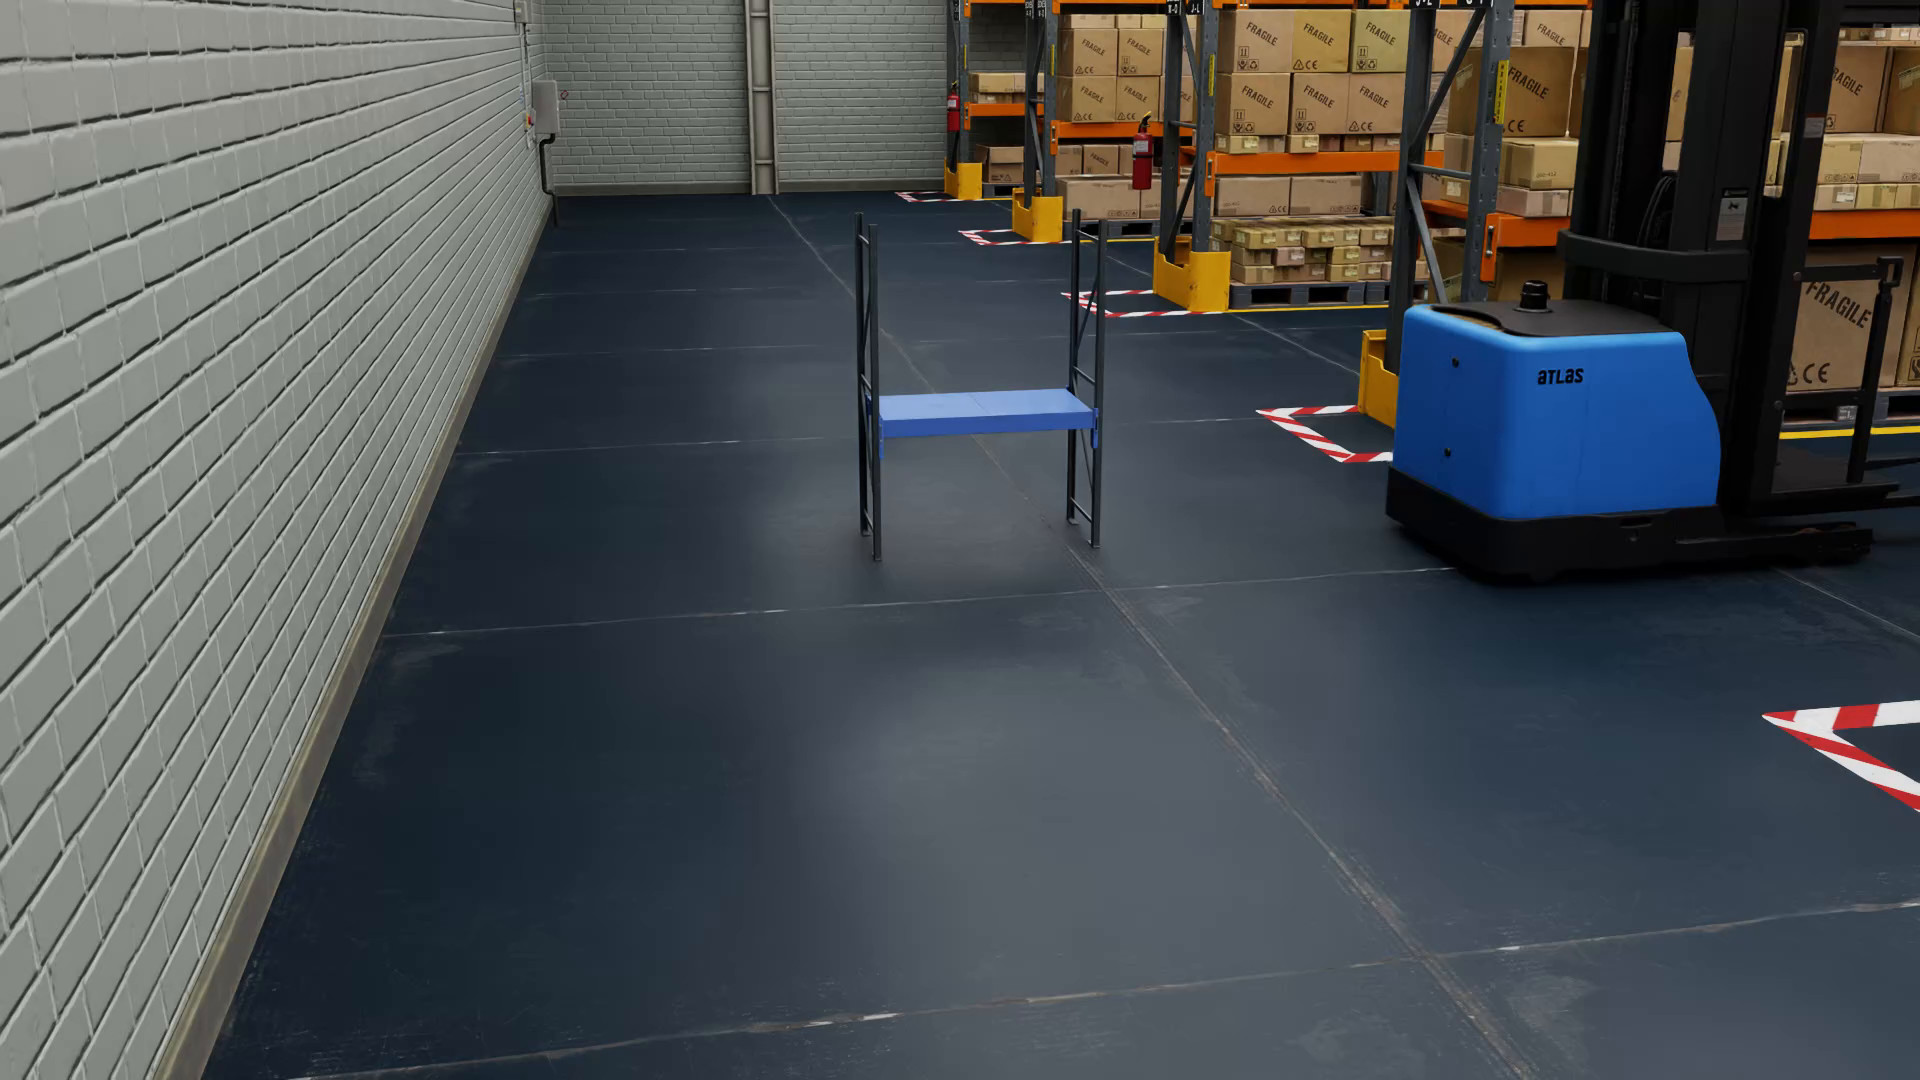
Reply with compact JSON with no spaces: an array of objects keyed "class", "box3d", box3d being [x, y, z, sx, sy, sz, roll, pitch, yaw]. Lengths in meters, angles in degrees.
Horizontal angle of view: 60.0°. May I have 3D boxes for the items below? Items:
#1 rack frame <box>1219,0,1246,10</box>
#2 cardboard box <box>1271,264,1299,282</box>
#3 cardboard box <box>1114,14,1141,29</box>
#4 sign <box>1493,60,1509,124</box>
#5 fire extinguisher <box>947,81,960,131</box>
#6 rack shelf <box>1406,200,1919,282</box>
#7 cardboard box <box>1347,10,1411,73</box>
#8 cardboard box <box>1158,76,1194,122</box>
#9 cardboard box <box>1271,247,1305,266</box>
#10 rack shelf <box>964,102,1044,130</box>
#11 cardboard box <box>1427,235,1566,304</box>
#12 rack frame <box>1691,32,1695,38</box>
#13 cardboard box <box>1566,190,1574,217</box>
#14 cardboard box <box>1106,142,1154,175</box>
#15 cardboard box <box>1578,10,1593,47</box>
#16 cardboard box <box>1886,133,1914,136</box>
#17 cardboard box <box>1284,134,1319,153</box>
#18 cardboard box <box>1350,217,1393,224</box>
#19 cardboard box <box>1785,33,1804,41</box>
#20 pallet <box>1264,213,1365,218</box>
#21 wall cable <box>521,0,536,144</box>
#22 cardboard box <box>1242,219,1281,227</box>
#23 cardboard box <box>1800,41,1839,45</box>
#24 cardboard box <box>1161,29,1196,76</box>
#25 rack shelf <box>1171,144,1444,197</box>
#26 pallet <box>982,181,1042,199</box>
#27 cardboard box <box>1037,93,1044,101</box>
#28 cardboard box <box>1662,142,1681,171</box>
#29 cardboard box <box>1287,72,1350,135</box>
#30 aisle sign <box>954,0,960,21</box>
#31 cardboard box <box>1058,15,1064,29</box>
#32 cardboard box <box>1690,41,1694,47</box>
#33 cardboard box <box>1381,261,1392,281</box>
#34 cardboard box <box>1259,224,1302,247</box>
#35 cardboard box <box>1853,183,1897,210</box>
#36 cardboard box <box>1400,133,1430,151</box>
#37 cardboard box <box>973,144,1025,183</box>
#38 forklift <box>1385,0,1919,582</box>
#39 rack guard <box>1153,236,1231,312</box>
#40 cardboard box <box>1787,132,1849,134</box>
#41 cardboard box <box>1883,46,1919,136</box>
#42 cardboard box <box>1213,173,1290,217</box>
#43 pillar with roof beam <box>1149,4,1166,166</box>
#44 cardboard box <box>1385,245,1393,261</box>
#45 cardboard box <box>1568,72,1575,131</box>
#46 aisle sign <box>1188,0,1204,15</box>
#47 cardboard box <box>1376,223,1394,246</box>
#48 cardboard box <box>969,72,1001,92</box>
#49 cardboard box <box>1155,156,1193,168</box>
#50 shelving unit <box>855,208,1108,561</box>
[{"class":"rack frame","box3d":[3.893,-6.612,24.229,0.127,3.000,1.000,-3,17,-10]},{"class":"cardboard box","box3d":[2.765,-2.350,14.494,0.250,0.149,0.380,-3,17,-11]},{"class":"cardboard box","box3d":[1.832,-5.750,18.447,0.250,0.149,0.380,-3,17,-9]},{"class":"sign","box3d":[2.890,-2.393,8.884,0.005,0.325,0.100,-3,17,-10]},{"class":"fire extinguisher","box3d":[-0.091,-6.032,23.109,0.183,0.674,0.296,-3,17,-10]},{"class":"rack shelf","box3d":[4.754,-1.869,10.013,4.000,0.370,1.077,-3,17,-10]},{"class":"cardboard box","box3d":[3.449,-4.206,14.016,0.500,0.500,0.500,-4,17,-12]},{"class":"cardboard box","box3d":[2.431,-5.009,18.842,0.500,0.500,0.500,-3,17,-11]},{"class":"cardboard box","box3d":[2.792,-2.471,14.382,0.250,0.149,0.380,-3,17,-11]},{"class":"rack shelf","box3d":[1.929,-6.156,23.972,4.000,0.370,1.077,-3,17,-10]},{"class":"cardboard box","box3d":[3.404,-1.345,9.986,0.875,0.875,0.875,-3,17,-10]},{"class":"rack frame","box3d":[8.765,-5.404,20.296,0.127,3.000,1.000,-3,17,-10]},{"class":"cardboard box","box3d":[3.453,-1.921,9.384,0.250,0.149,0.380,-4,17,-11]},{"class":"cardboard box","box3d":[2.450,-5.496,24.138,0.500,0.500,0.700,-4,18,-13]},{"class":"cardboard box","box3d":[5.466,-4.323,14.399,0.500,0.500,0.500,-4,17,-12]},{"class":"cardboard box","box3d":[5.827,-2.265,9.826,0.500,0.250,0.500,-3,17,-9]},{"class":"cardboard box","box3d":[2.845,-3.366,14.090,0.250,0.149,0.380,-4,17,-12]},{"class":"cardboard box","box3d":[3.708,-2.820,15.011,0.250,0.149,0.380,-4,17,-12]},{"class":"cardboard box","box3d":[10.318,-6.277,20.643,0.250,0.149,0.380,-4,18,-13]},{"class":"pallet","box3d":[4.076,-3.828,19.916,1.213,0.211,1.003,-3,17,-10]},{"class":"wall cable","box3d":[-4.902,-5.531,18.981,0.122,1.984,0.588,-3,17,-10]},{"class":"cardboard box","box3d":[2.678,-2.759,14.813,0.250,0.149,0.380,-3,17,-9]},{"class":"cardboard box","box3d":[10.281,-5.815,20.244,0.500,0.500,0.500,-3,17,-10]},{"class":"cardboard box","box3d":[2.446,-5.490,18.705,0.500,0.500,0.500,-3,17,-11]},{"class":"rack shelf","box3d":[3.913,-3.304,14.686,4.000,0.370,1.077,-3,17,-10]},{"class":"pallet","box3d":[0.822,-5.105,24.072,1.213,0.211,1.003,-3,17,-10]},{"class":"cardboard box","box3d":[1.092,-6.257,23.501,0.250,0.149,0.380,-3,17,-9]},{"class":"cardboard box","box3d":[3.822,-2.152,9.457,0.500,0.250,0.500,-3,17,-11]},{"class":"cardboard box","box3d":[2.963,-3.709,14.103,0.500,0.500,0.500,-3,17,-10]},{"class":"aisle sign","box3d":[-0.046,-7.543,22.834,0.004,0.787,0.394,-3,17,-10]},{"class":"cardboard box","box3d":[1.225,-5.872,18.842,0.250,0.149,0.380,-3,17,-10]},{"class":"cardboard box","box3d":[9.159,-5.900,20.520,0.500,0.500,0.500,-4,17,-12]},{"class":"cardboard box","box3d":[3.773,-2.379,14.588,0.250,0.149,0.380,-4,18,-13]},{"class":"cardboard box","box3d":[2.776,-2.640,14.427,0.250,0.149,0.380,-3,17,-9]},{"class":"cardboard box","box3d":[5.219,-2.021,9.711,0.250,0.149,0.380,-4,17,-11]},{"class":"cardboard box","box3d":[3.851,-3.442,14.337,0.250,0.149,0.380,-3,17,-8]},{"class":"cardboard box","box3d":[0.584,-5.403,23.831,0.637,0.503,0.797,-4,18,-13]},{"class":"forklift","box3d":[3.612,-1.434,7.490,3.031,2.935,1.130,-4,18,-13]},{"class":"rack guard","box3d":[2.023,-2.346,14.599,0.348,0.500,1.175,-3,17,-10]},{"class":"cardboard box","box3d":[5.210,-2.387,10.224,0.500,0.250,0.500,-3,17,-9]},{"class":"cardboard box","box3d":[5.825,-2.624,9.717,0.500,0.500,0.500,-3,17,-10]},{"class":"cardboard box","box3d":[3.322,-4.103,19.709,0.875,0.438,0.875,-4,17,-12]},{"class":"pillar with roof beam","box3d":[3.855,-8.459,20.027,0.400,9.000,9.100,-3,17,-10]},{"class":"cardboard box","box3d":[3.788,-2.562,14.679,0.250,0.149,0.380,-2,17,-8]},{"class":"cardboard box","box3d":[5.455,-3.841,14.532,0.500,0.500,0.500,-3,17,-10]},{"class":"aisle sign","box3d":[1.934,-4.689,13.542,0.004,0.787,0.394,-3,17,-10]},{"class":"cardboard box","box3d":[3.816,-2.669,14.521,0.250,0.149,0.380,-3,17,-10]},{"class":"cardboard box","box3d":[0.367,-6.561,23.815,0.500,0.250,0.500,-3,17,-9]},{"class":"cardboard box","box3d":[3.199,-5.558,24.664,0.500,0.311,0.500,-3,17,-8]},{"class":"shelving unit","box3d":[0.084,-0.722,7.607,1.048,1.500,0.538,-3,17,-10]}]
